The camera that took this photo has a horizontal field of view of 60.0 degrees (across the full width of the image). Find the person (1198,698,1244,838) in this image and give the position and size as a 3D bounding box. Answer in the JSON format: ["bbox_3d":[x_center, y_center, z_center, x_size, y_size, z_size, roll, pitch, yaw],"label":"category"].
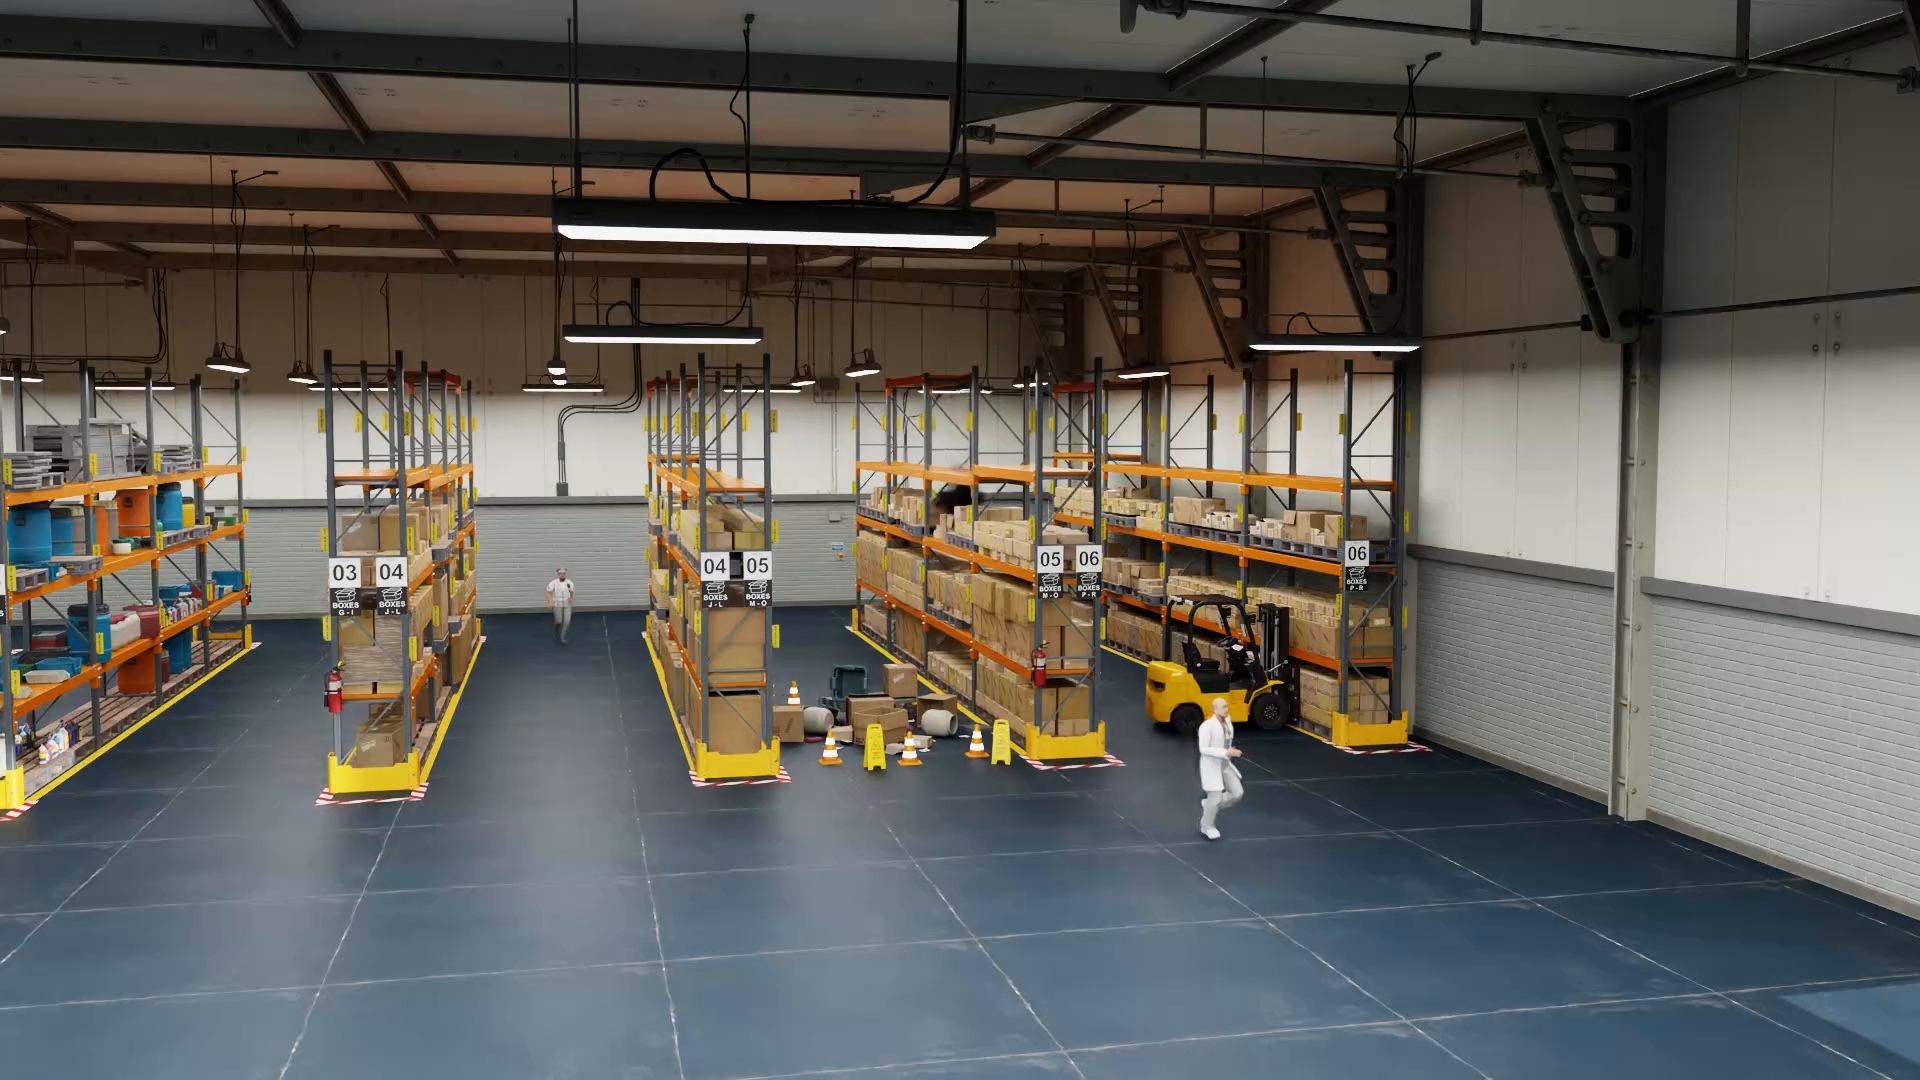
[{"bbox_3d":[3.141,2.745,19.979,0.761,1.728,0.724,-3,5,-40],"label":"person"}]

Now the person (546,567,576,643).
[{"bbox_3d":[-9.088,1.491,38.000,0.669,1.739,0.596,-2,4,-23],"label":"person"}]
